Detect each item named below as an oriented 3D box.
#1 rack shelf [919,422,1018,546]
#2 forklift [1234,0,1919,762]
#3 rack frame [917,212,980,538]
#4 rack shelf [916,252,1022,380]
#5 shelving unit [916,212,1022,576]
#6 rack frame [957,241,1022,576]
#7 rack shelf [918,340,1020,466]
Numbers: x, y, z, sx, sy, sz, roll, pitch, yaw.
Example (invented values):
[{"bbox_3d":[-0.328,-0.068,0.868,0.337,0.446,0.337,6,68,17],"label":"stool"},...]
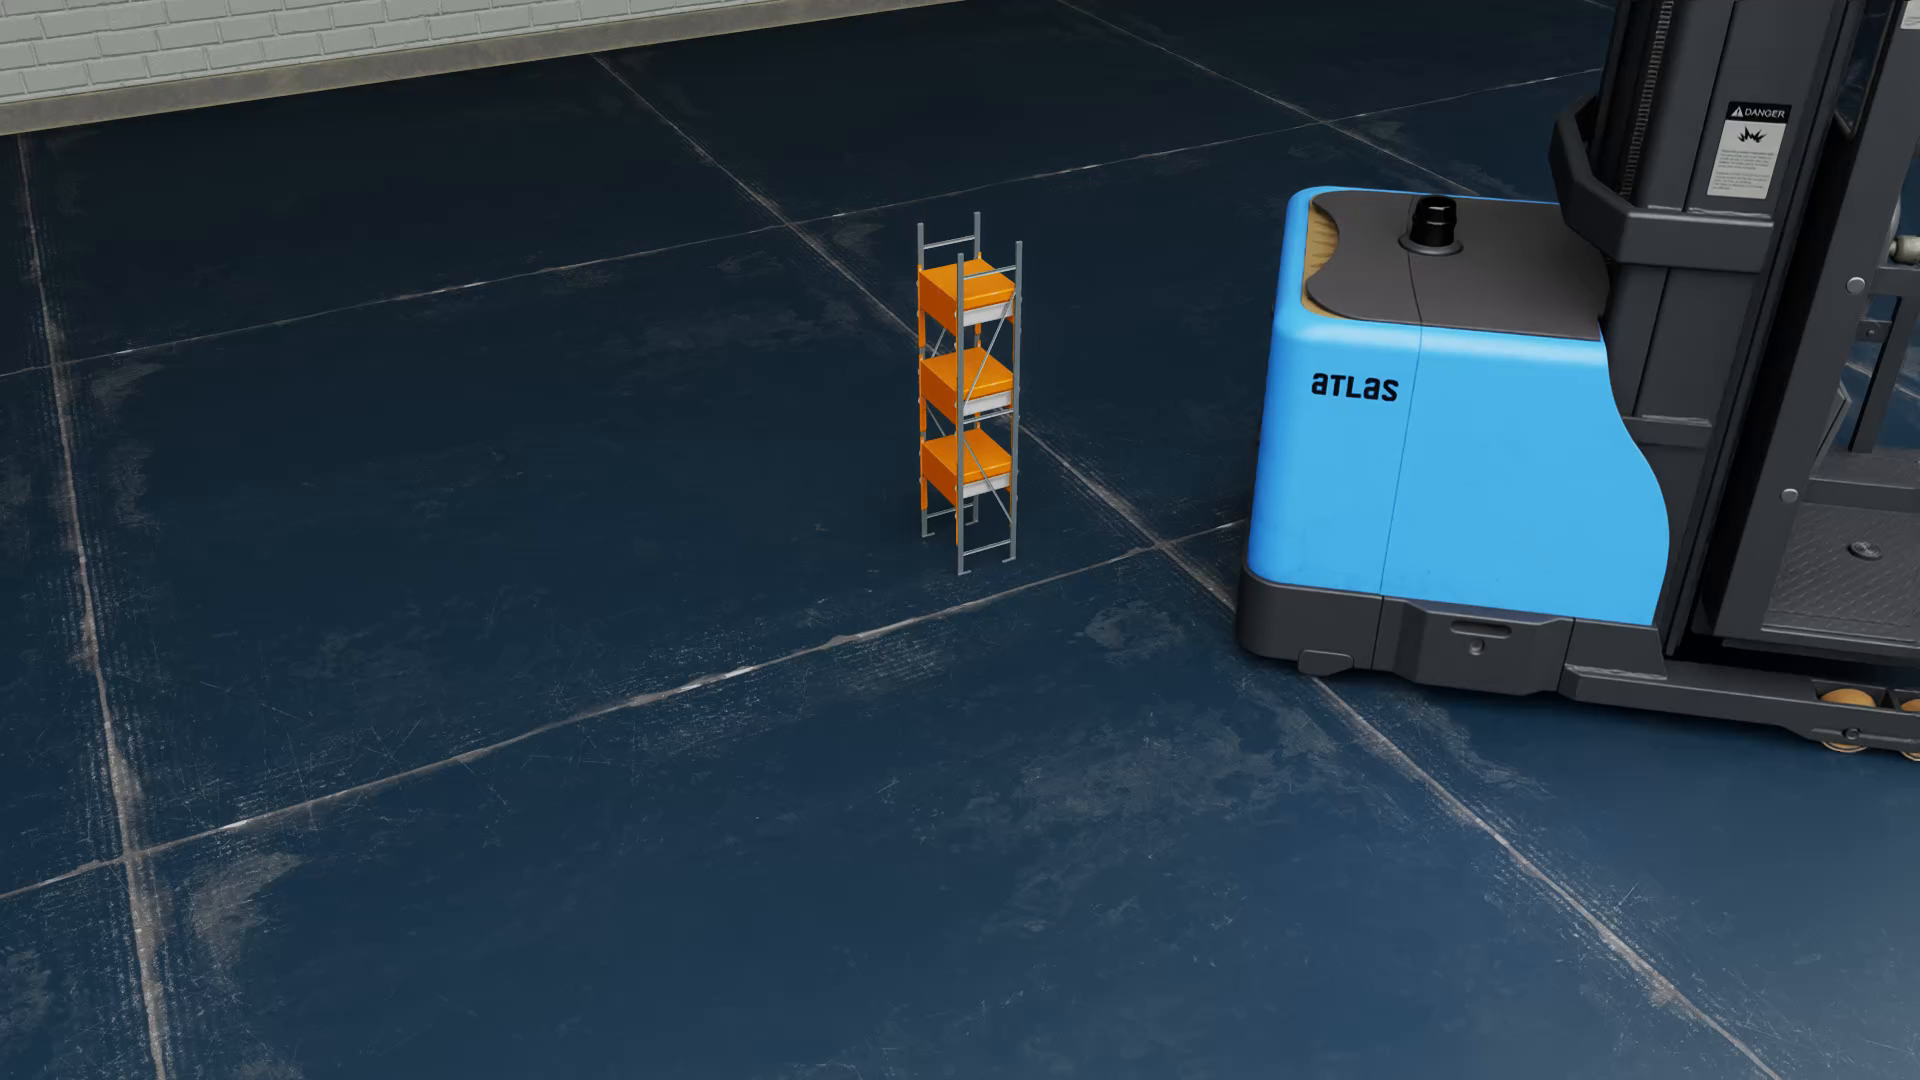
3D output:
[{"bbox_3d":[0.025,-0.174,5.083,0.215,0.259,0.240,-16,36,-23],"label":"rack shelf"},{"bbox_3d":[2.346,-0.968,4.044,3.031,2.935,1.130,6,33,10],"label":"forklift"},{"bbox_3d":[-0.032,-0.475,5.018,0.200,1.050,0.008,-16,36,-23],"label":"rack frame"},{"bbox_3d":[0.025,-0.647,4.780,0.215,0.259,0.240,-16,36,-23],"label":"rack shelf"},{"bbox_3d":[0.025,-0.417,4.927,0.215,1.050,0.252,-16,36,-23],"label":"shelving unit"},{"bbox_3d":[0.082,-0.358,4.836,0.200,1.050,0.008,-16,36,-23],"label":"rack frame"},{"bbox_3d":[0.025,-0.408,4.933,0.215,0.259,0.240,-16,36,-23],"label":"rack shelf"}]
